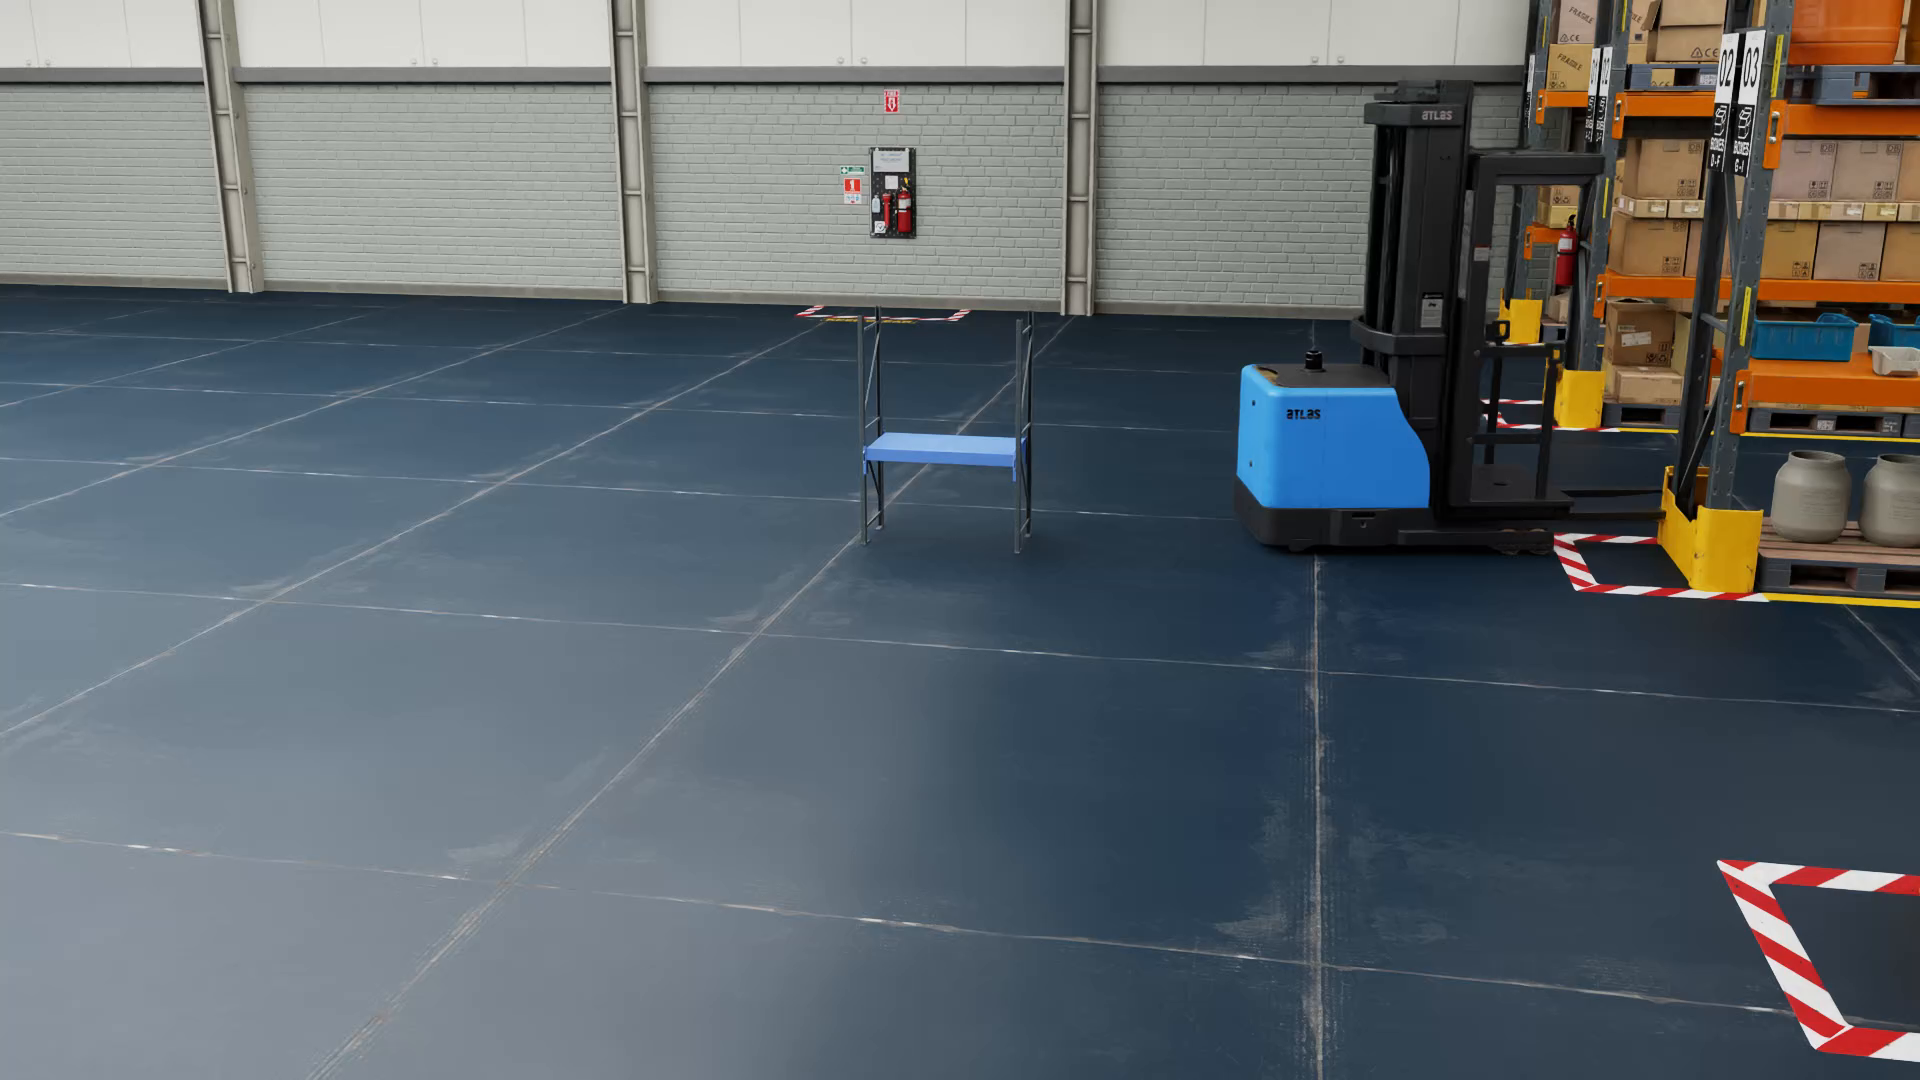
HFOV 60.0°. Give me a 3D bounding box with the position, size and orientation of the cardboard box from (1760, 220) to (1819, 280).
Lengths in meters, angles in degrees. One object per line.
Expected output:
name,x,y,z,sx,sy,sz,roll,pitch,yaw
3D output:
cardboard box,7.015,-2.540,14.354,0.500,0.500,0.700,3,16,11

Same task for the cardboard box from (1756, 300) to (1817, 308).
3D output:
cardboard box,9.437,-2.710,19.014,0.500,0.500,0.500,2,16,7

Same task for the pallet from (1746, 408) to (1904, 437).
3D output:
pallet,7.509,-1.135,14.695,1.213,0.211,1.003,3,16,11

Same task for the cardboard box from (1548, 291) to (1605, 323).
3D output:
cardboard box,7.203,-2.726,19.428,0.500,0.311,0.500,1,16,5

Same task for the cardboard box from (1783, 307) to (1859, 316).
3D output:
cardboard box,7.617,-1.786,14.780,0.500,0.500,0.500,3,16,11

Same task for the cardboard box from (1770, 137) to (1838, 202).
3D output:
cardboard box,7.076,-3.164,14.176,0.500,0.500,0.700,3,16,11

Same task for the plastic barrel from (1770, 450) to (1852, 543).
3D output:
plastic barrel,5.229,-0.267,10.211,0.421,0.512,0.421,0,15,0

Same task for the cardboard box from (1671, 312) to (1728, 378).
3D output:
cardboard box,6.531,-1.700,14.470,0.500,0.500,0.500,3,16,11

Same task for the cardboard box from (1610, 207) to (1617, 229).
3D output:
cardboard box,7.469,-3.675,18.883,0.500,0.250,0.500,3,16,9

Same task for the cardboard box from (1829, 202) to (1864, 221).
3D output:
cardboard box,7.407,-2.776,13.992,0.250,0.149,0.380,3,16,12

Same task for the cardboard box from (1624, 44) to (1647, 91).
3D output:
cardboard box,7.340,-5.253,18.492,0.500,0.500,0.500,4,16,15

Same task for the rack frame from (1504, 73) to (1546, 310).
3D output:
rack frame,6.543,-3.870,19.345,0.127,3.000,1.000,3,16,11

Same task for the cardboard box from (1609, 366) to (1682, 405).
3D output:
cardboard box,6.040,-1.365,14.664,0.500,0.250,0.500,3,16,11

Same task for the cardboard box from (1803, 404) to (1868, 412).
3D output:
cardboard box,7.510,-1.285,14.375,0.500,0.250,0.500,3,16,11

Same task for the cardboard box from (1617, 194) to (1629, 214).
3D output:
cardboard box,5.972,-2.965,14.673,0.250,0.149,0.380,3,16,10

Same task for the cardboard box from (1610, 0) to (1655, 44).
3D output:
cardboard box,7.353,-5.732,18.348,0.500,0.500,0.500,3,16,10

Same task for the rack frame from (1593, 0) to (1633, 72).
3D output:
rack frame,5.559,-5.465,13.866,0.127,3.000,1.000,3,16,11

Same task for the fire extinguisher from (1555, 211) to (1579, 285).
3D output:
fire extinguisher,5.536,-2.665,15.138,0.183,0.674,0.296,3,16,11

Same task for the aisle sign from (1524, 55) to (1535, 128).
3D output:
aisle sign,6.412,-5.049,18.729,0.004,0.787,0.394,3,16,11

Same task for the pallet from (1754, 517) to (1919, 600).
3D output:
pallet,5.447,0.101,10.230,1.213,0.211,1.003,3,16,11

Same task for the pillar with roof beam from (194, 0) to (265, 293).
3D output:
pillar with roof beam,-11.096,-6.782,18.618,0.400,9.000,9.100,3,16,11

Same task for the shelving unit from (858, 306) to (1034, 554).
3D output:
shelving unit,-0.084,-0.727,10.808,1.048,1.500,0.538,3,16,11

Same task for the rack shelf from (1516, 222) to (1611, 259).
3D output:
rack shelf,8.502,-3.417,19.057,4.000,0.370,1.077,3,16,11

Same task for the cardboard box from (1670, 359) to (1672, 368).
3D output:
cardboard box,6.636,-1.477,15.069,0.500,0.250,0.500,3,16,11

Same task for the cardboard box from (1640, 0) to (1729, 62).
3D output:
cardboard box,6.121,-4.308,14.063,0.637,0.503,0.797,4,16,15

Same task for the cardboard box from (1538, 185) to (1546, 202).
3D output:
cardboard box,7.047,-4.200,19.373,0.500,0.500,0.500,3,16,10

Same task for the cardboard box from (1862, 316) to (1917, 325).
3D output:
cardboard box,8.003,-1.623,14.191,0.500,0.500,0.500,3,16,11

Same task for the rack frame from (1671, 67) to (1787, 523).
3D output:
rack frame,4.568,-1.279,9.989,0.127,3.000,1.000,3,16,11

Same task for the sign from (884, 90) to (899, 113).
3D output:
sign,-0.881,-5.664,21.477,0.199,0.298,0.001,3,16,11

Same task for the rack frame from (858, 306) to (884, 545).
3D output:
rack frame,-0.582,-0.754,10.906,0.032,1.500,0.500,3,16,11

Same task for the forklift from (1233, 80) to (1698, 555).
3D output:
forklift,3.418,-1.458,10.767,3.031,2.935,1.130,0,15,-1

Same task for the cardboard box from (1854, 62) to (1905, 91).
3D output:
cardboard box,9.916,-5.123,18.025,0.500,0.500,0.500,4,16,13

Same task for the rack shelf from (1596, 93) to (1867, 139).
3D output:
rack shelf,7.519,-3.567,13.978,4.000,0.370,1.077,3,16,11

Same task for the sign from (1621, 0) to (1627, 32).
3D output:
sign,5.443,-4.334,13.616,0.005,0.325,0.100,3,16,11

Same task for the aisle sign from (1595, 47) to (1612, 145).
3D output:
aisle sign,5.434,-3.751,14.043,0.004,0.787,0.394,3,16,11

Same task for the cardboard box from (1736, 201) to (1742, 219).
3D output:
cardboard box,6.651,-2.817,14.140,0.250,0.149,0.380,3,16,10

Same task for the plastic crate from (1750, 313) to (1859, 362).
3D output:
plastic crate,5.118,-1.259,10.196,0.616,0.251,0.499,3,16,11

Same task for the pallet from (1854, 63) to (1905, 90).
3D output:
pallet,7.446,-3.869,13.886,1.213,0.211,1.003,3,16,11

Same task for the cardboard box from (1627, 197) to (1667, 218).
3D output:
cardboard box,5.901,-2.858,14.288,0.250,0.149,0.380,3,16,11
